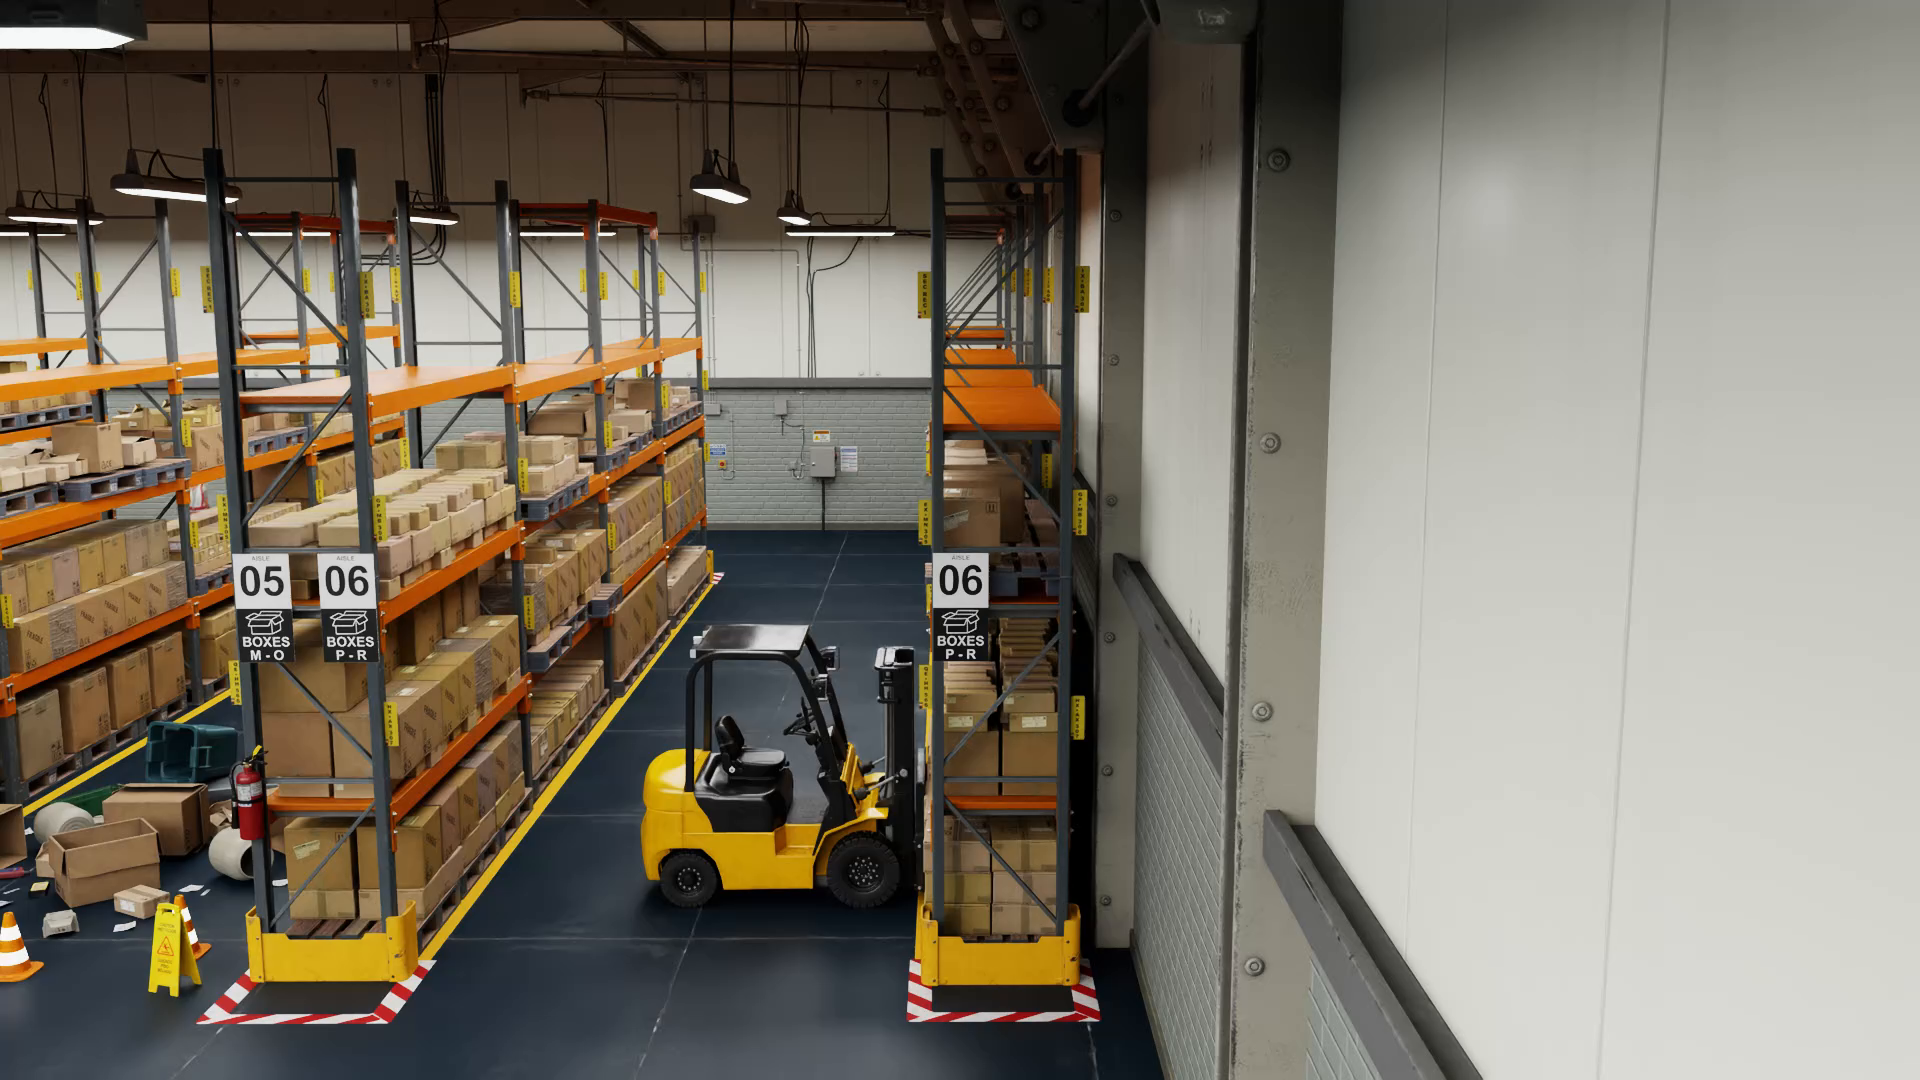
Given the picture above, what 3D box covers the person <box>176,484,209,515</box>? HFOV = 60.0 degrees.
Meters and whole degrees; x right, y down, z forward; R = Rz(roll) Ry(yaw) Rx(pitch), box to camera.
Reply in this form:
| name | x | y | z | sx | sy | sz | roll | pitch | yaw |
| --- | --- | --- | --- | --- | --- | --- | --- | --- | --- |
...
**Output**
| name | x | y | z | sx | sy | sz | roll | pitch | yaw |
| --- | --- | --- | --- | --- | --- | --- | --- | --- | --- |
| person | -13.511 | -0.392 | 29.213 | 0.476 | 1.731 | 1.007 | -1 | 9 | -8 |
